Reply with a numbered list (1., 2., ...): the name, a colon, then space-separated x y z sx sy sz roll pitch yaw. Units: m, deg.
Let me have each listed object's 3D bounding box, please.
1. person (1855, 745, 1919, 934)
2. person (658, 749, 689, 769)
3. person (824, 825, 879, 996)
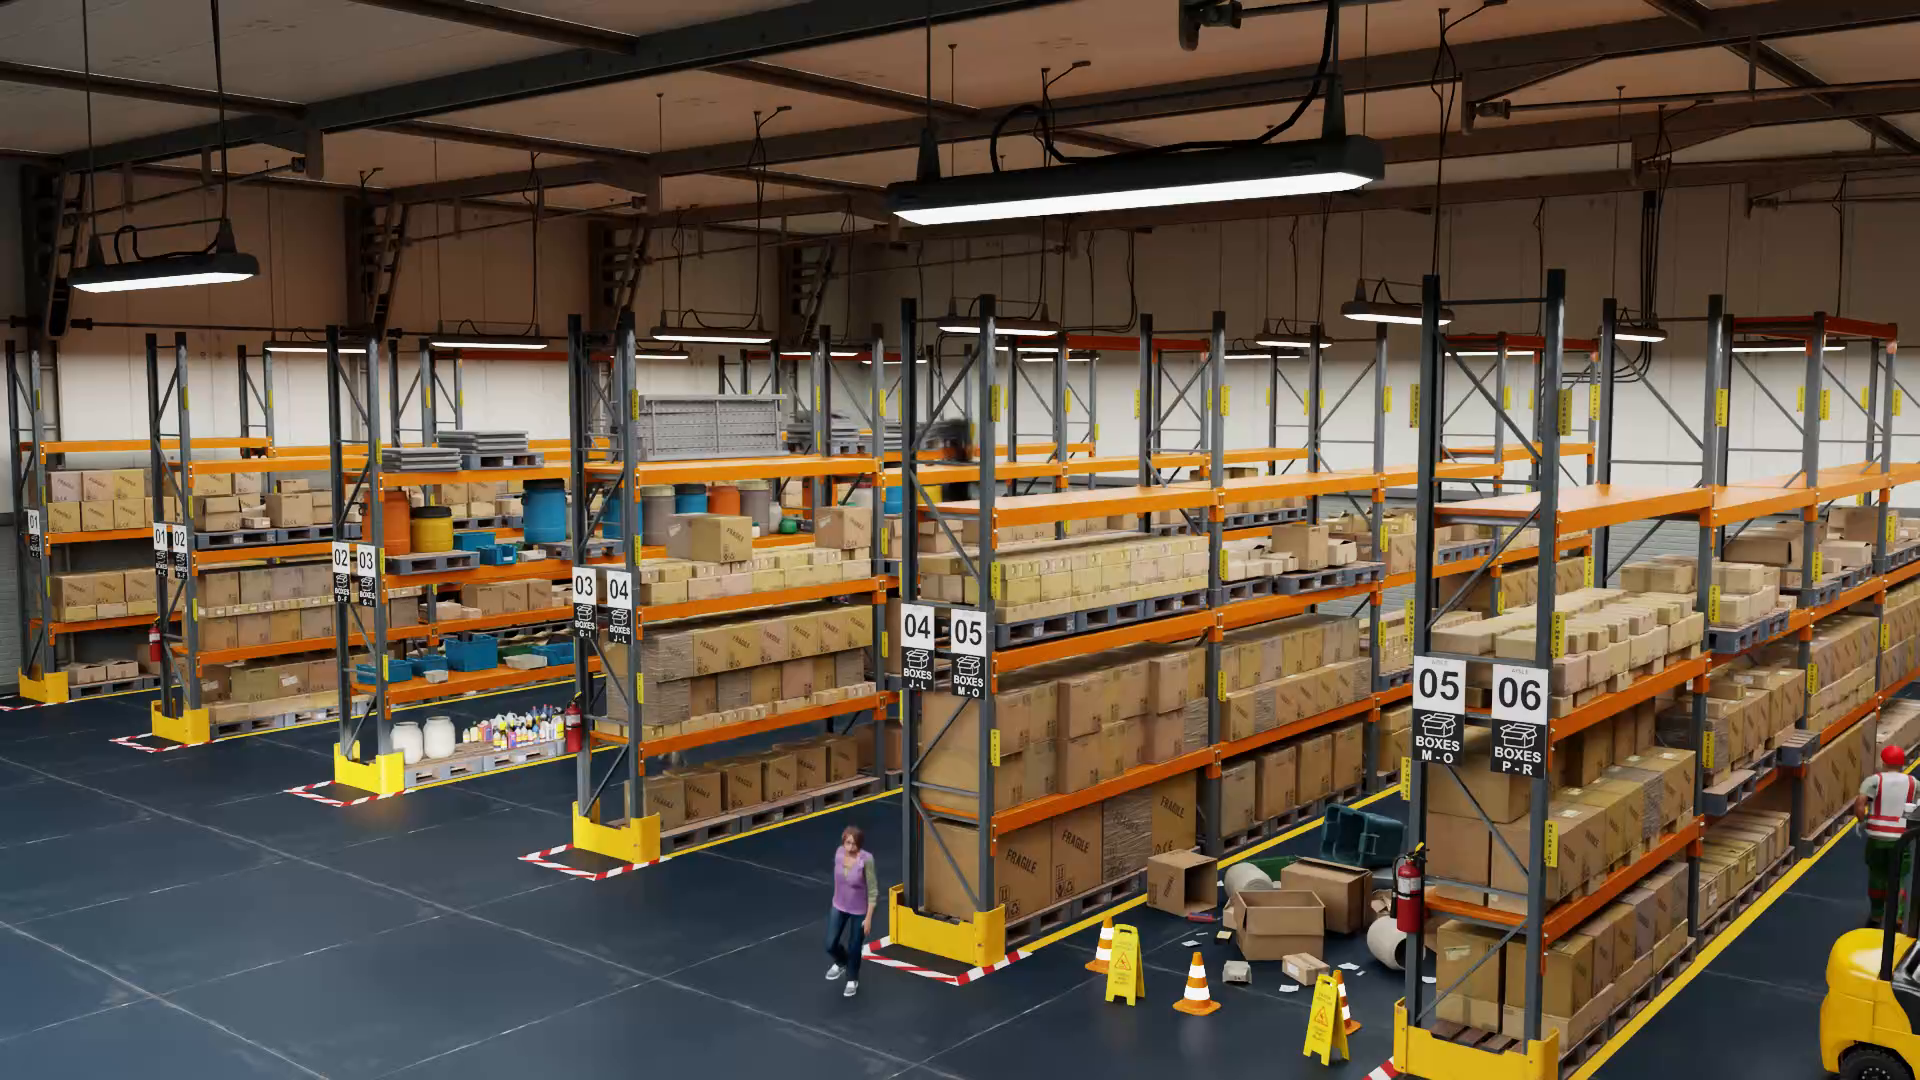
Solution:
1. person: 8.844 2.848 15.785 0.653 1.798 0.933 3 6 26
2. person: -3.659 2.486 21.236 0.610 1.554 0.506 3 6 30
3. person: -0.920 3.136 14.104 0.554 1.545 0.542 1 5 15
